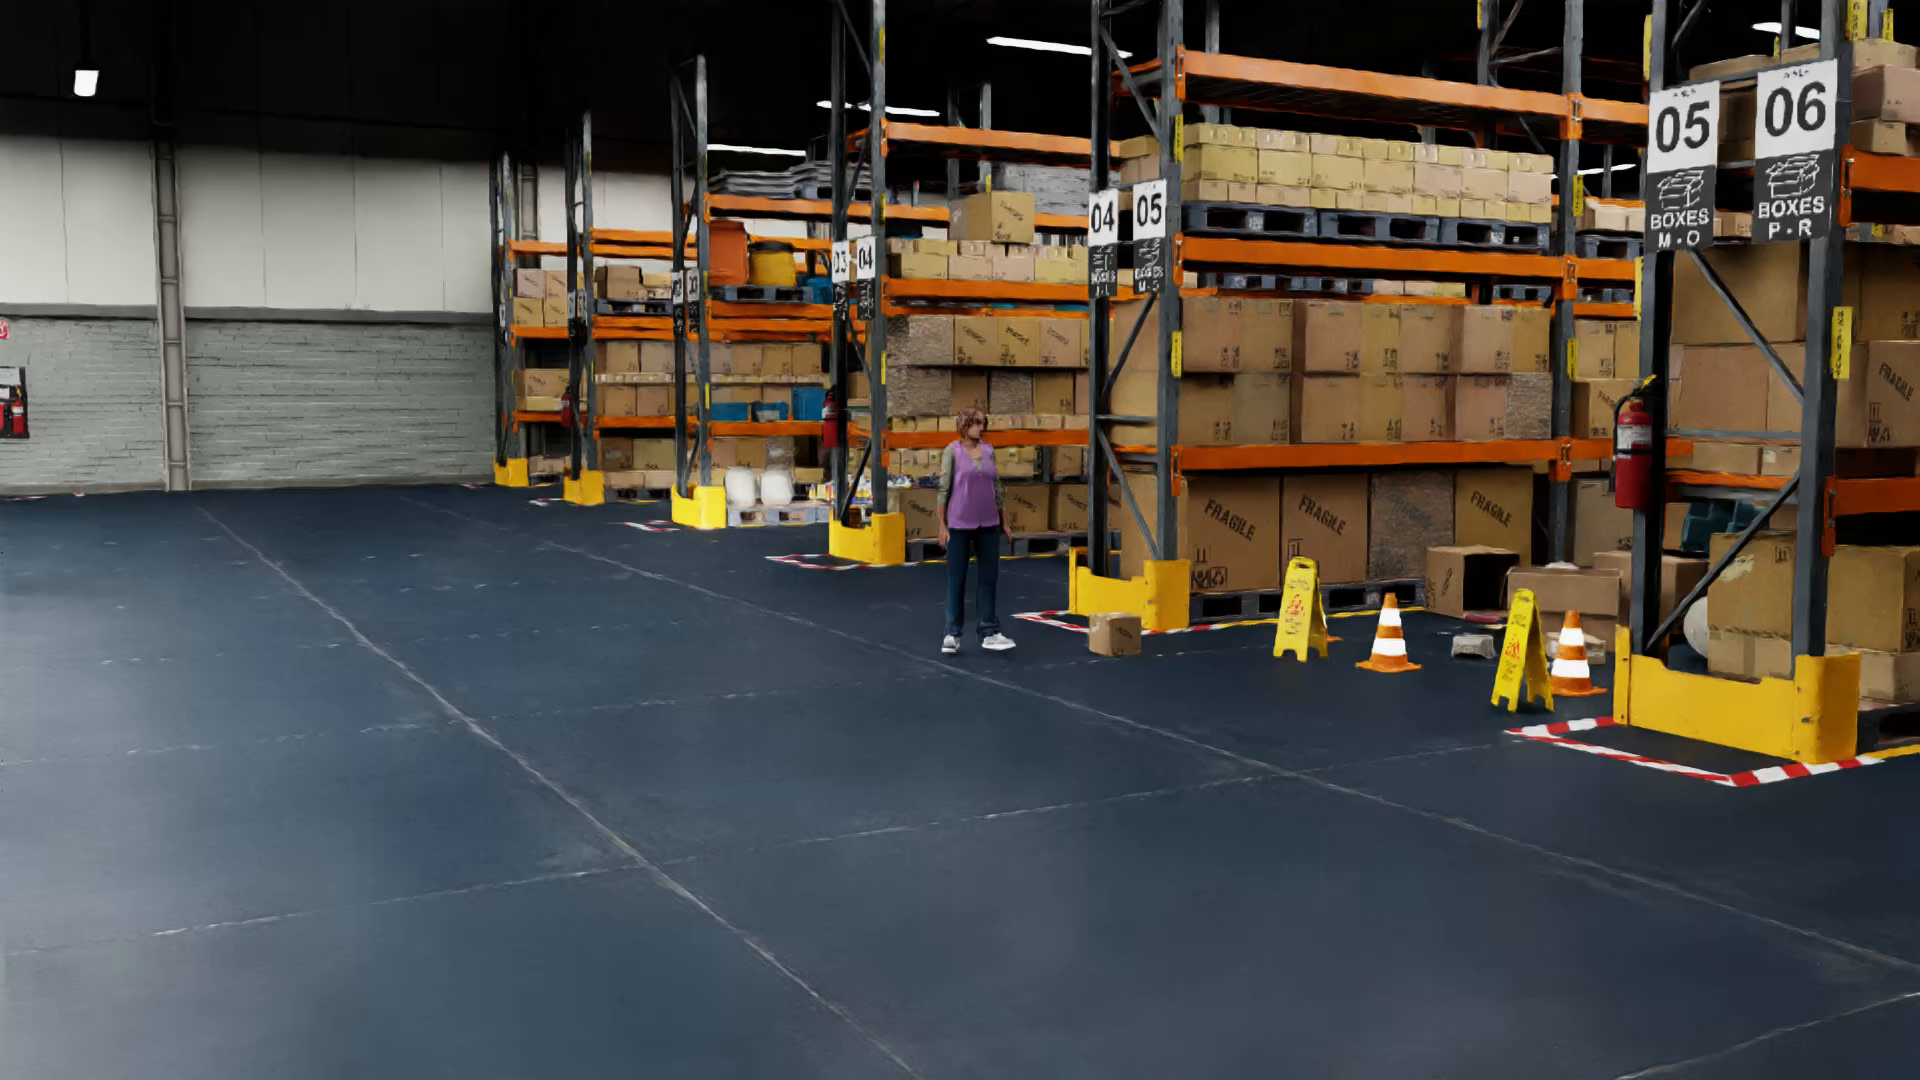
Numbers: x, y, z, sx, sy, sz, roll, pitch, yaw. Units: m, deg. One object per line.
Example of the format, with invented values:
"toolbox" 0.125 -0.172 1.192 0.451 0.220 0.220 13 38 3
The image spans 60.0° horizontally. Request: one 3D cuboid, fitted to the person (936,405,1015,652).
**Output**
"person" 0.095 -0.073 10.781 0.506 1.600 0.414 -2 6 -23
